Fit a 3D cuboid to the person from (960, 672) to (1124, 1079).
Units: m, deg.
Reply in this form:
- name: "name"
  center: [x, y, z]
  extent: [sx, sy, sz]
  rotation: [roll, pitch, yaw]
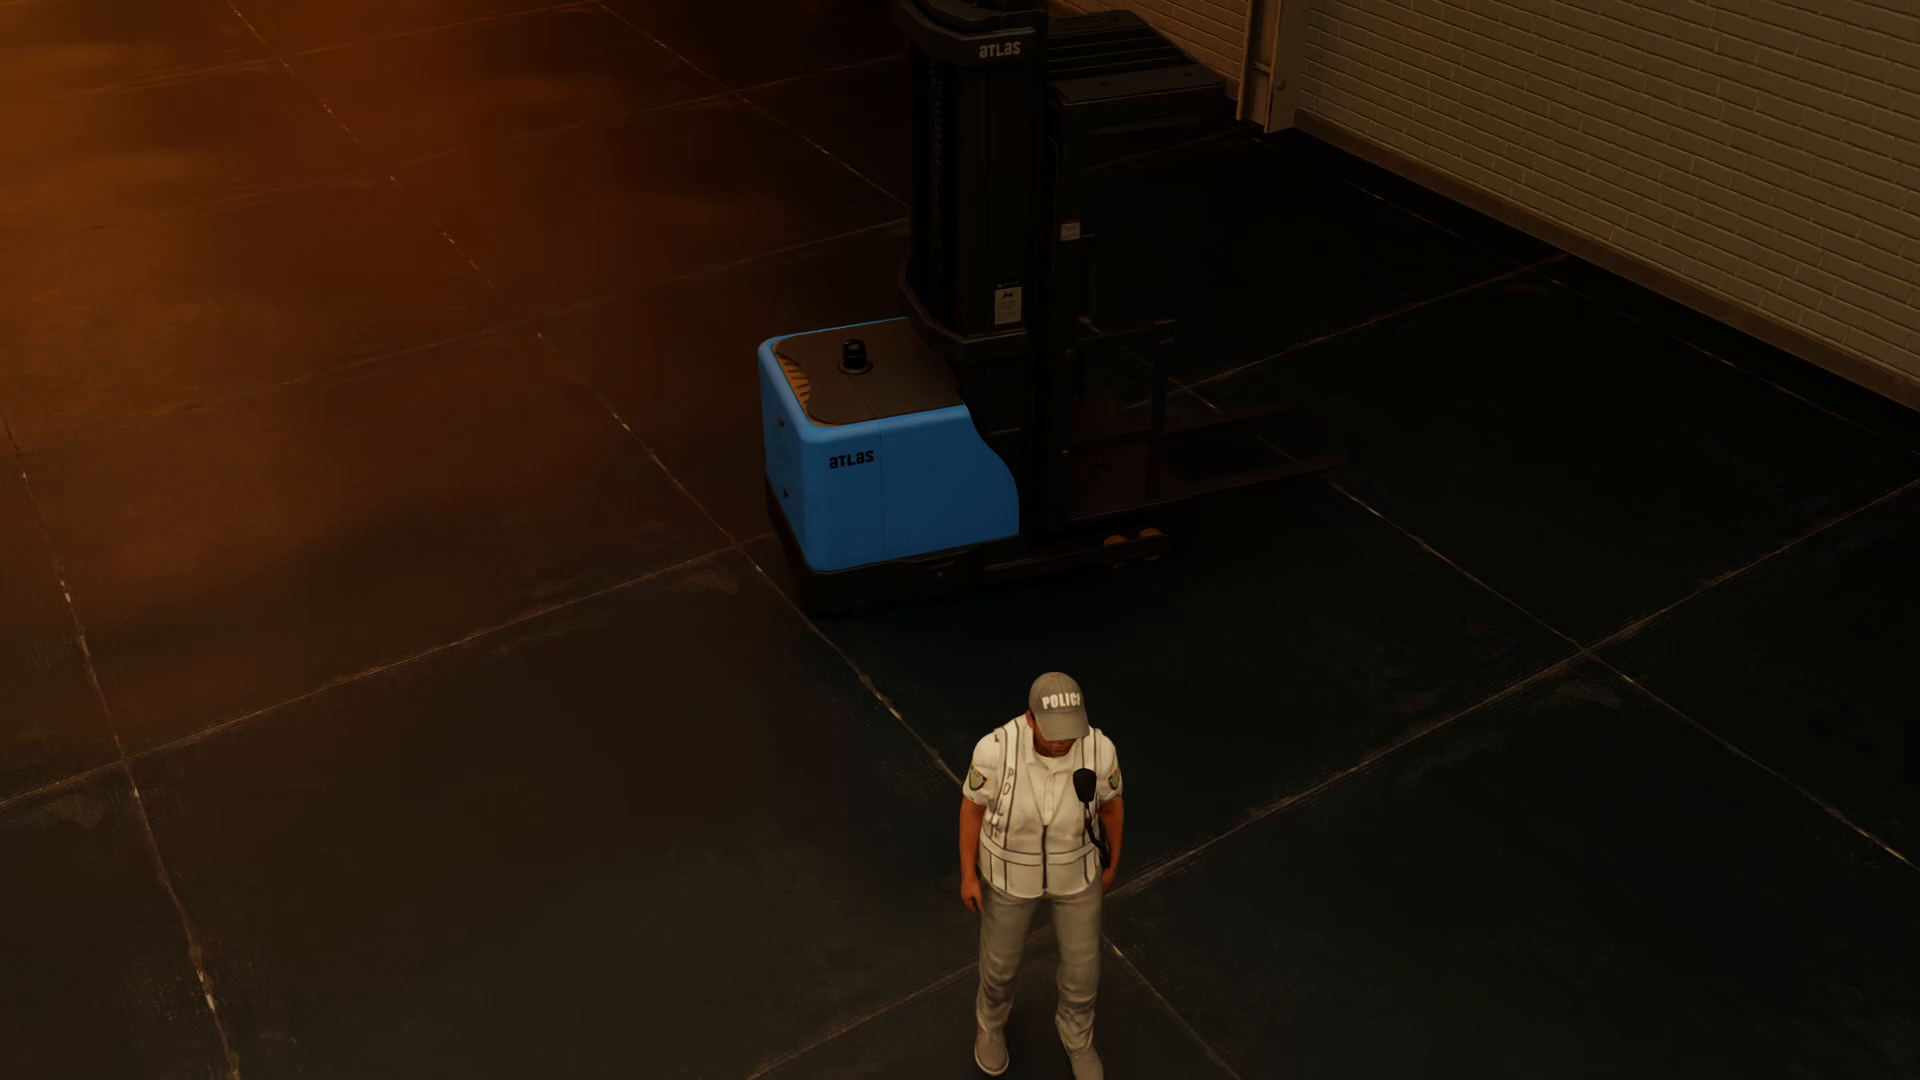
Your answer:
- name: "person"
  center: [0.278, 1.163, 5.624]
  extent: [0.555, 1.693, 0.486]
  rotation: [-2, 35, -2]

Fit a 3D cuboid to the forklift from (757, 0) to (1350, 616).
- name: "forklift"
  center: [0.553, -1.334, 8.046]
  extent: [3.031, 2.935, 1.130]
  rotation: [-11, 37, -15]
